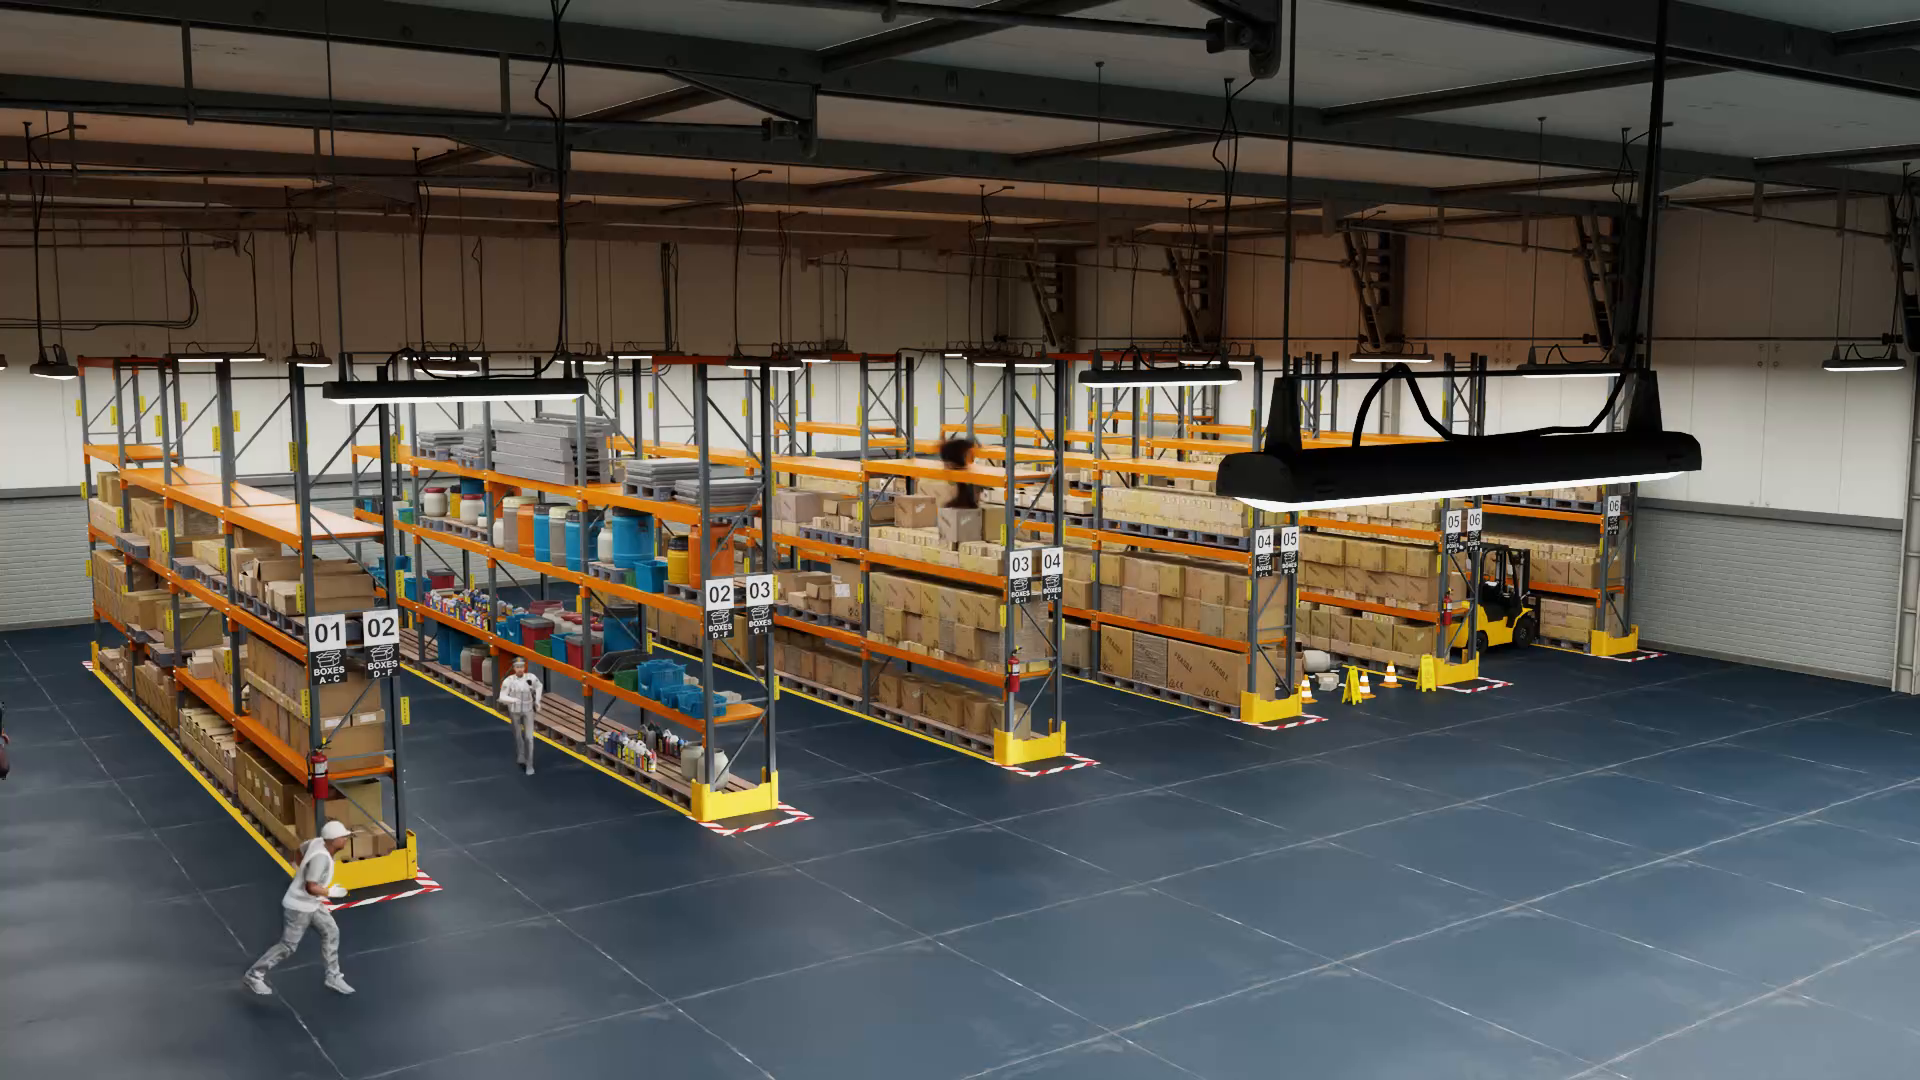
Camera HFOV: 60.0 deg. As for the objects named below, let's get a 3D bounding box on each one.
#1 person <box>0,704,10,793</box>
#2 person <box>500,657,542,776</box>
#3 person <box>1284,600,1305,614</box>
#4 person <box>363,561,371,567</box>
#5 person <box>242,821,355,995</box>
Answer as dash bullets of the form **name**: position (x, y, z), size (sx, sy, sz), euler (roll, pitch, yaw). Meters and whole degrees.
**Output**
- **person**: position (-13.268, 2.795, 22.651), size (0.792, 1.613, 0.653), euler (4, 8, 30)
- **person**: position (-6.421, 2.548, 24.361), size (0.602, 1.739, 0.768), euler (-2, 7, -14)
- **person**: position (7.380, 1.037, 36.642), size (0.650, 1.747, 0.976), euler (-7, 10, -44)
- **person**: position (-13.071, 1.221, 36.087), size (0.621, 1.513, 0.593), euler (-1, 7, -8)
- **person**: position (-6.371, 3.580, 15.989), size (1.041, 1.734, 0.721), euler (-2, 7, -17)
